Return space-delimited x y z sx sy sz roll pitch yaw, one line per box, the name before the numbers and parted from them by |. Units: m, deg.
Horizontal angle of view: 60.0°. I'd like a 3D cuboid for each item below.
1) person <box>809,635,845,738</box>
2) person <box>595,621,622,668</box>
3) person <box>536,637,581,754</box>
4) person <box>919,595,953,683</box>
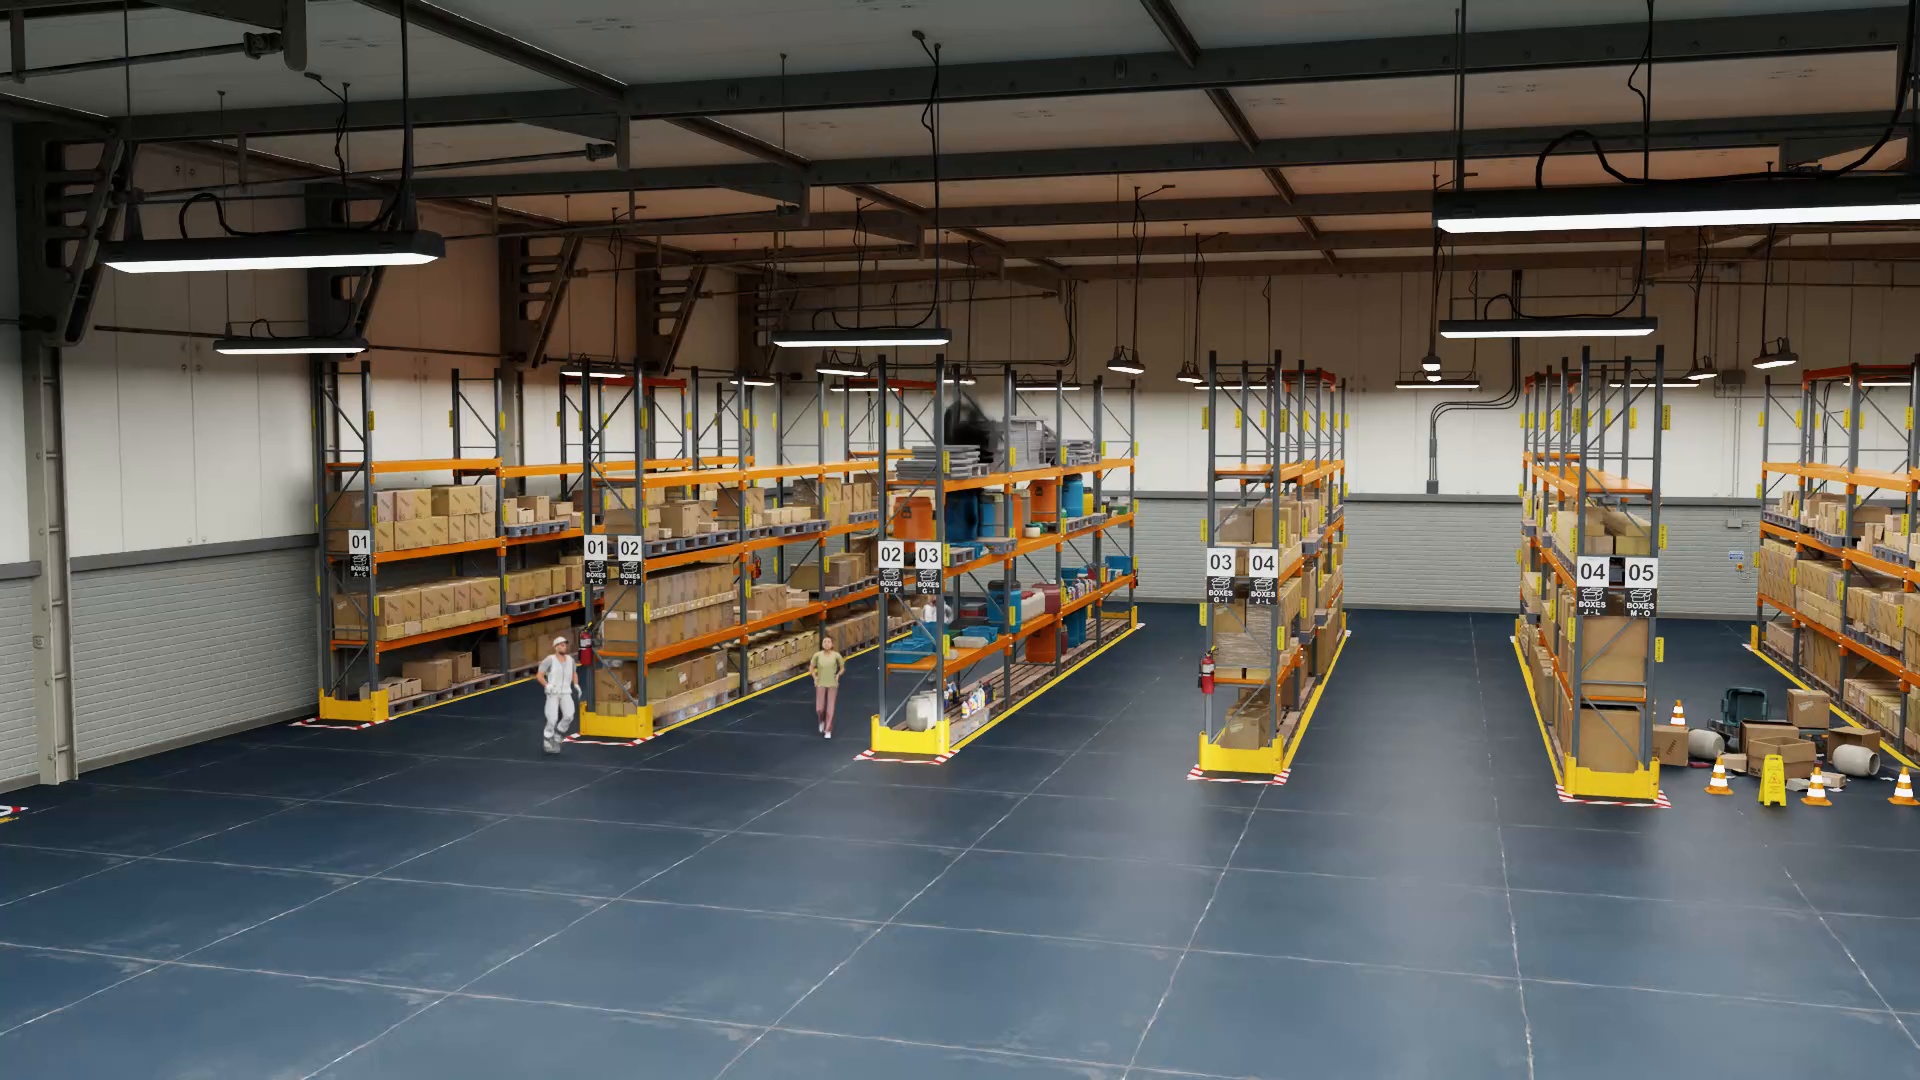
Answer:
person | -2.097 2.311 26.267 0.576 1.622 0.556 0 4 -3
person | -6.252 1.990 29.876 0.669 1.737 0.589 1 4 12
person | -6.020 2.335 25.051 0.693 1.738 0.587 -3 5 -33
person | -0.473 1.824 32.262 0.674 1.775 0.937 1 4 20
